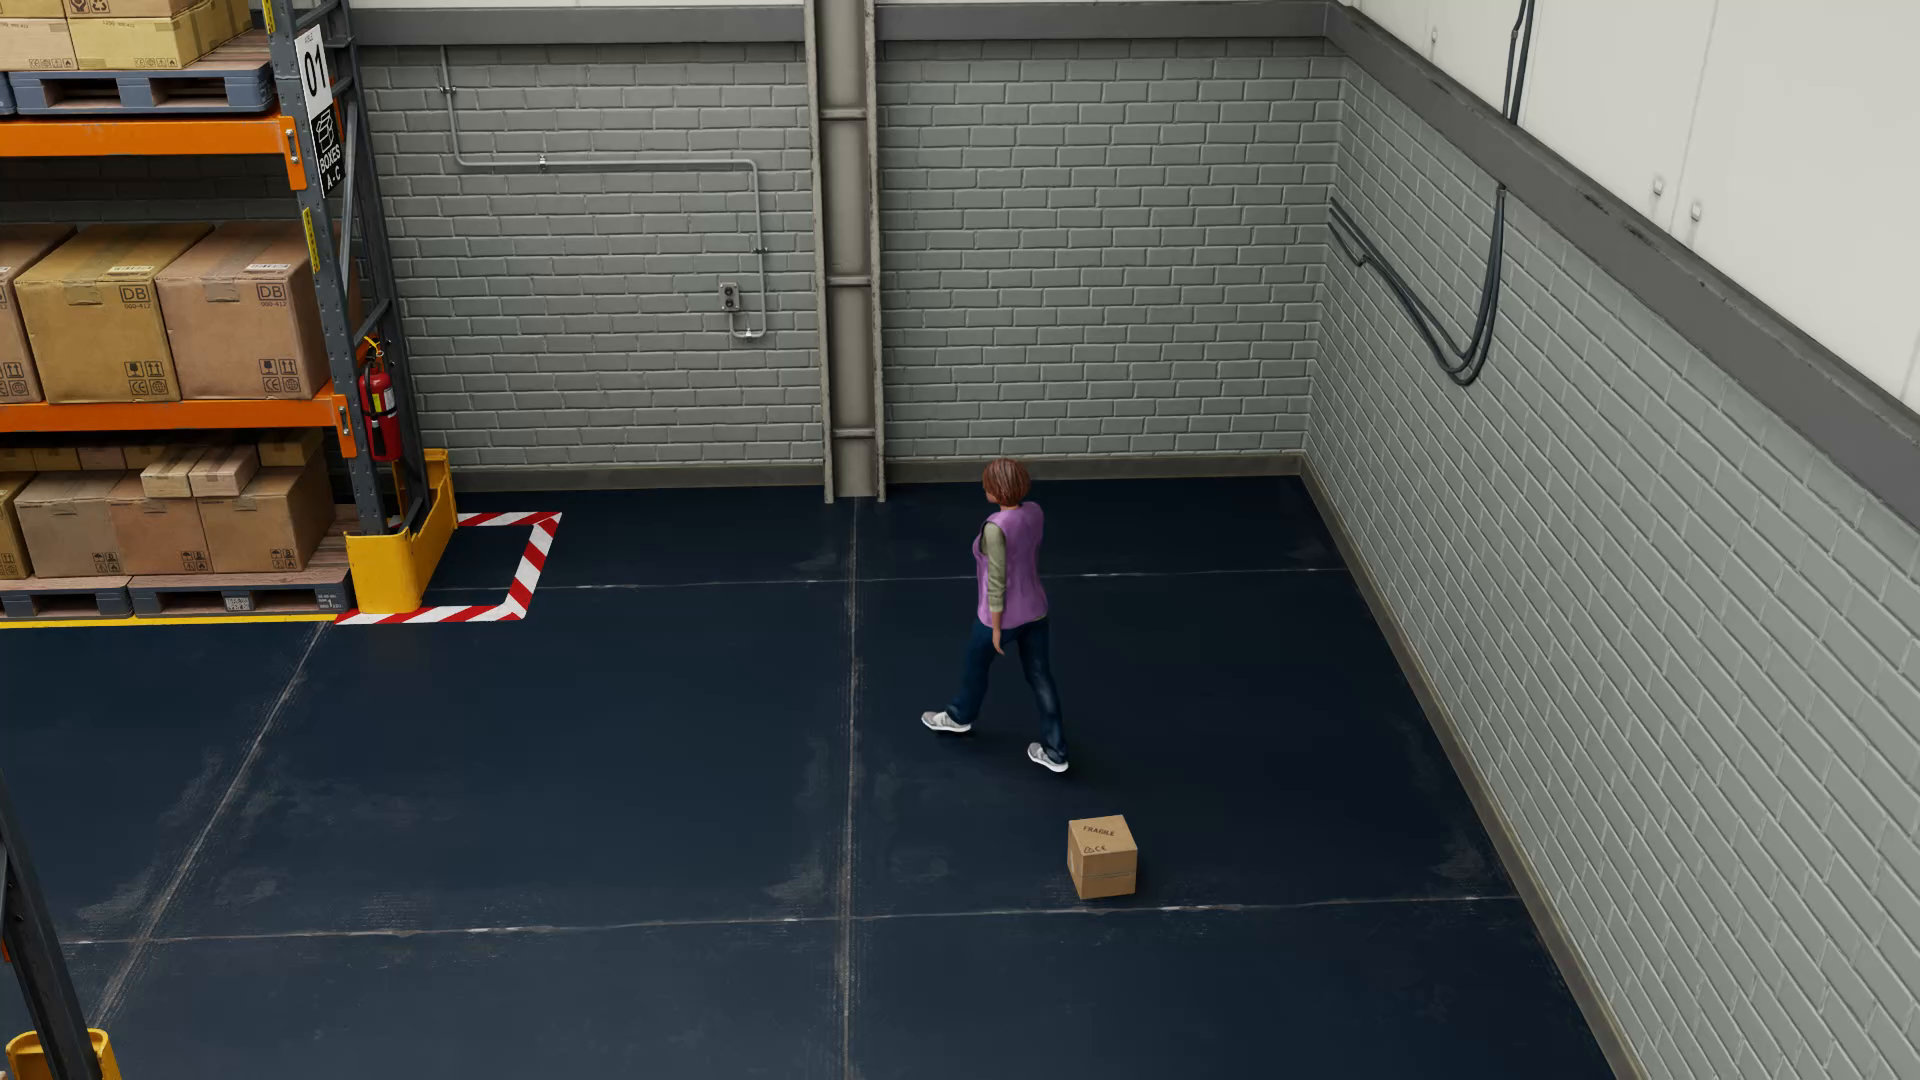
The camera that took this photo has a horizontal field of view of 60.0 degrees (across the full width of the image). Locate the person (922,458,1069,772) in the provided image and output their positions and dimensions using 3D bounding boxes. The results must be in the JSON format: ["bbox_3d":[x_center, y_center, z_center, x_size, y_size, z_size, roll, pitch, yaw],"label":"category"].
[{"bbox_3d":[0.224,0.331,7.992,0.419,1.556,0.851,-23,36,-36],"label":"person"}]
